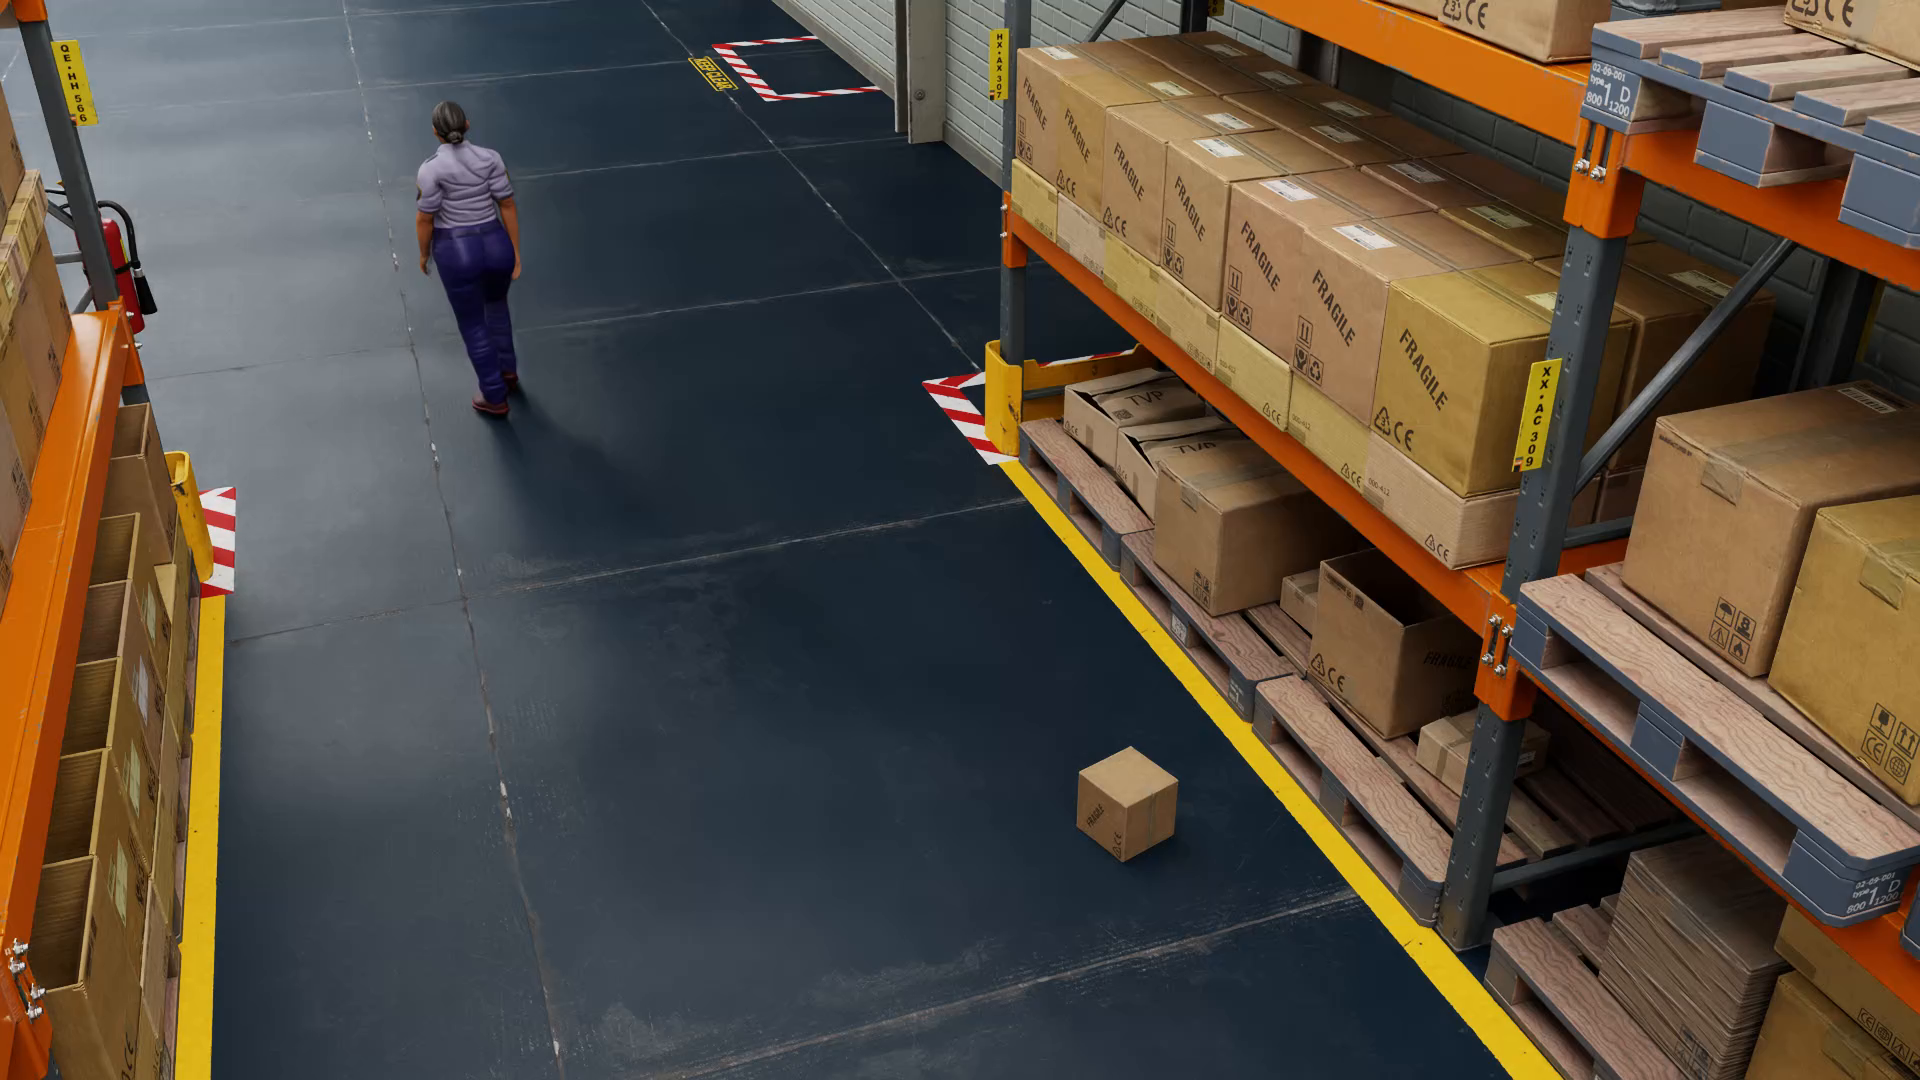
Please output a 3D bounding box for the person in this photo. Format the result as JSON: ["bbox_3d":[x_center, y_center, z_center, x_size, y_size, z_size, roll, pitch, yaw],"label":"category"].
[{"bbox_3d":[-2.543,-1.509,8.637,0.490,1.559,0.490,-23,37,-34],"label":"person"}]
